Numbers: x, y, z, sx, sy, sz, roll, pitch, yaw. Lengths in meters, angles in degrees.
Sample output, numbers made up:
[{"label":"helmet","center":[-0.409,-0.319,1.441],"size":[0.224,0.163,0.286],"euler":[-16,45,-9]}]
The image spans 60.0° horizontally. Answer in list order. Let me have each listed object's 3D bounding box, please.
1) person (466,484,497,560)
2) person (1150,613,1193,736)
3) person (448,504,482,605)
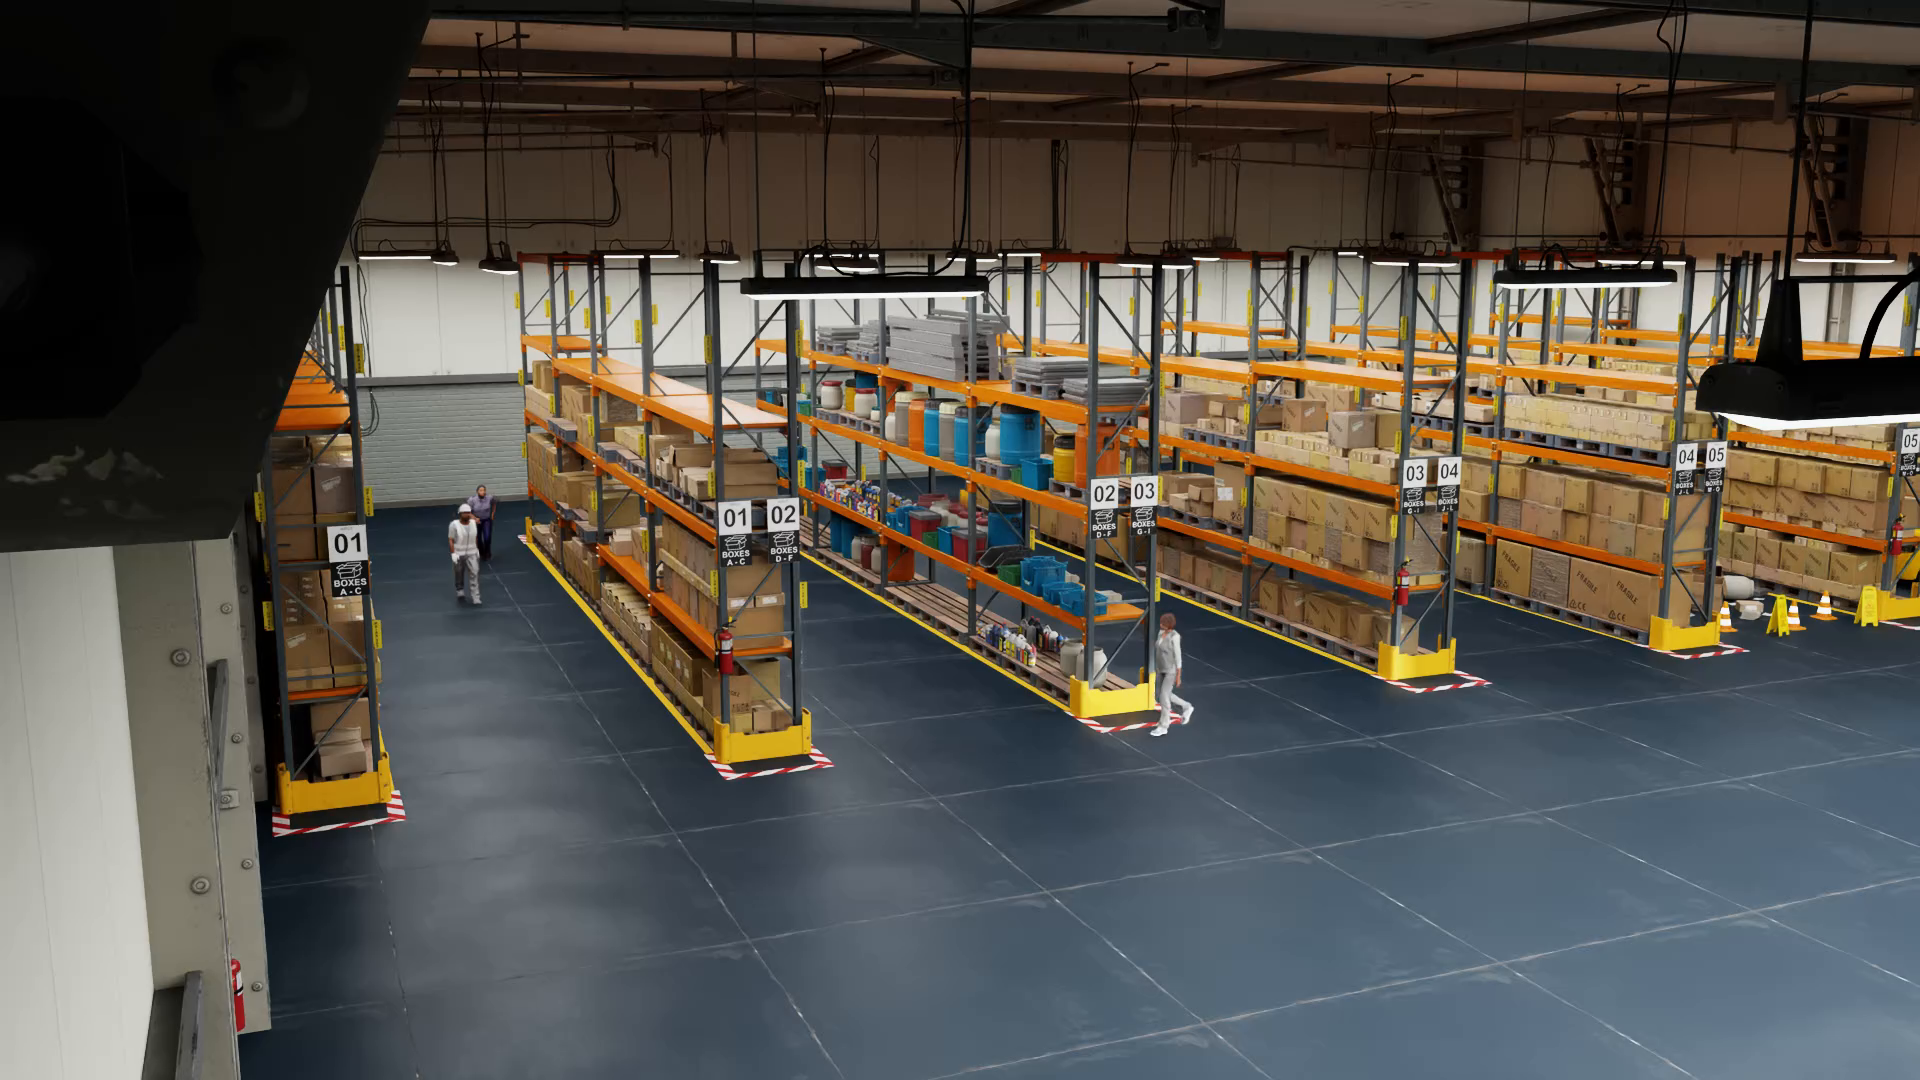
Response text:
[{"label":"person","center":[-9.365,-0.347,32.611],"size":[0.582,1.557,0.748],"euler":[-2,11,-11]},{"label":"person","center":[2.730,1.695,21.386],"size":[0.719,1.577,0.505],"euler":[-4,11,-22]},{"label":"person","center":[-8.595,0.238,28.872],"size":[0.556,1.727,1.096],"euler":[-5,11,-25]}]
